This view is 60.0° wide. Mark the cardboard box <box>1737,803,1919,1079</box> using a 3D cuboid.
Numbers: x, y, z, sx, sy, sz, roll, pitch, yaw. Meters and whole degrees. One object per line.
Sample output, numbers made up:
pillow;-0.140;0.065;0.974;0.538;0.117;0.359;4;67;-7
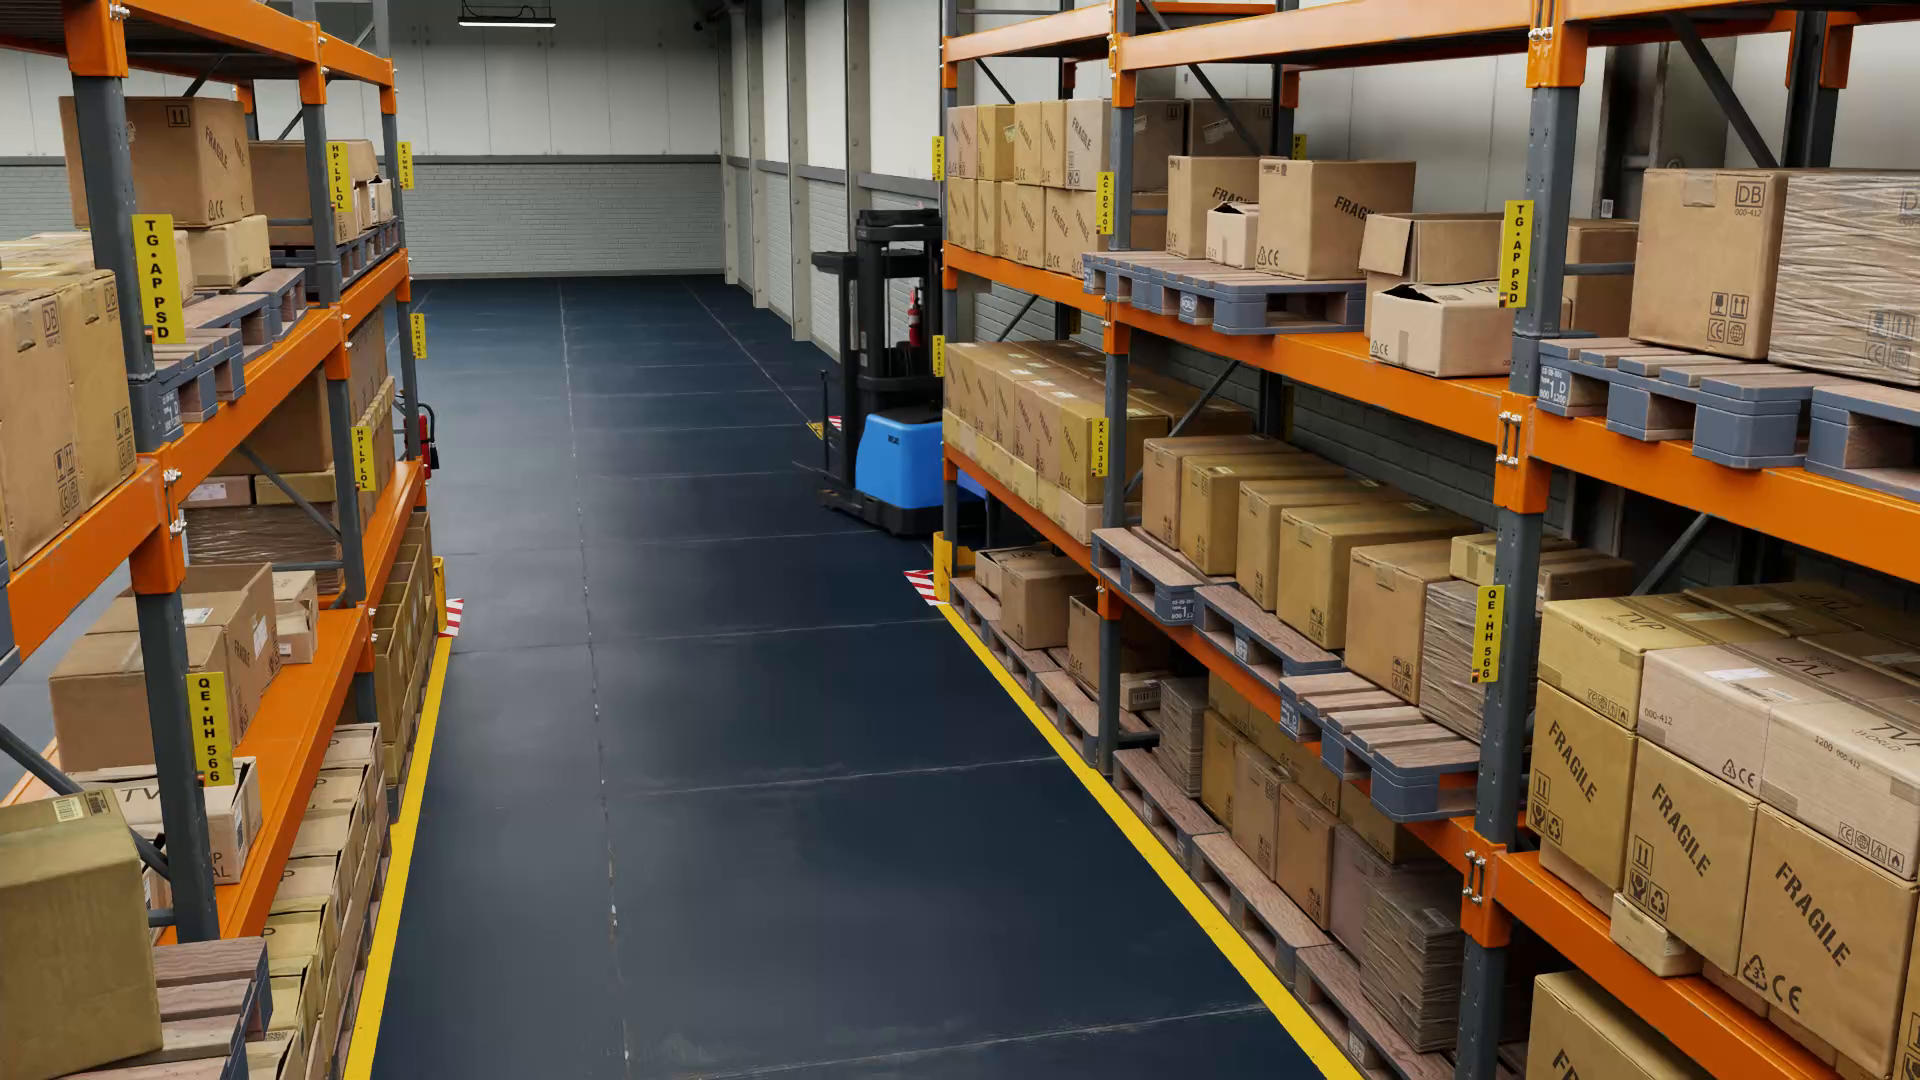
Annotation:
cardboard box;2.338;0.958;4.131;0.500;0.500;0.500;-3;14;-13

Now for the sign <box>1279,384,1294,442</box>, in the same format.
sign;1.843;-0.719;9.432;0.100;0.325;0.005;-3;14;-13

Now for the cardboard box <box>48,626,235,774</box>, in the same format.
cardboard box;-2.981;0.640;6.098;0.500;0.500;0.500;-4;14;-16

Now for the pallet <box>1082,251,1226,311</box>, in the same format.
pallet;1.345;-1.342;8.499;1.213;0.211;1.003;-3;14;-13

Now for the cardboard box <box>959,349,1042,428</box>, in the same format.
cardboard box;0.291;-1.107;12.155;0.500;0.500;0.500;-3;14;-13

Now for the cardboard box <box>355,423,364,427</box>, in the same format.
cardboard box;-3.692;-0.581;9.731;0.380;0.149;0.250;-4;14;-15

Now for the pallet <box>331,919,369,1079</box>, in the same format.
pallet;-3.009;1.957;6.796;1.003;0.211;1.213;-3;14;-13

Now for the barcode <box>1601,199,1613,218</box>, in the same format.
barcode;2.485;-1.272;6.385;0.001;0.075;0.075;-3;14;-13

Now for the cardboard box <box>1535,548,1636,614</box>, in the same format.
cardboard box;2.133;0.143;5.840;0.380;0.149;0.250;-5;15;-21

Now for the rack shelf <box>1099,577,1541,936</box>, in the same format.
rack shelf;1.774;0.686;7.636;1.077;0.370;4.000;-3;14;-13

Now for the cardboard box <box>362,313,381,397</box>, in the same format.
cardboard box;-4.211;-1.208;10.928;0.700;0.500;0.500;-4;14;-15

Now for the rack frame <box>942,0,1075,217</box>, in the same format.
rack frame;0.365;-3.962;12.505;1.000;3.000;0.127;-3;14;-13

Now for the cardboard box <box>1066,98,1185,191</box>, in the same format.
cardboard box;0.923;-2.226;9.362;0.500;0.500;0.500;-5;14;-18

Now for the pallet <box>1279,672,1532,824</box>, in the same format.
pallet;1.973;0.733;6.334;1.213;0.211;1.003;-3;14;-13

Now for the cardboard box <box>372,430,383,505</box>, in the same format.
cardboard box;-4.113;-0.475;10.662;0.700;0.500;0.500;-3;14;-13

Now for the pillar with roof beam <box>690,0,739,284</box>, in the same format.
pillar with roof beam;-9.860;-10.529;39.387;9.100;9.000;0.548;-3;14;-13

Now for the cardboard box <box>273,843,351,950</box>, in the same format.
cardboard box;-2.779;1.440;6.762;0.500;0.311;0.500;-3;14;-14

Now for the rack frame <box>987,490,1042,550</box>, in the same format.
rack frame;0.469;-0.530;14.260;0.500;1.500;0.032;-5;15;-20

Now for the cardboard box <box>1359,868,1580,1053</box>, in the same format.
cardboard box;2.024;1.636;6.575;0.700;0.500;0.500;-3;14;-12

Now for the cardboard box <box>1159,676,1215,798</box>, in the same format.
cardboard box;1.493;1.045;8.993;0.700;0.500;0.500;-3;14;-11

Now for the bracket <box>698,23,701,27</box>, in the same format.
bracket;-6.536;-13.004;41.933;0.076;0.066;3.189;-3;14;-13

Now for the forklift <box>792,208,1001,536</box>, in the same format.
forklift;-0.768;-1.766;16.302;1.130;2.935;3.031;-7;16;-28

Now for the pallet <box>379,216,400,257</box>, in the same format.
pallet;-4.309;-2.020;11.064;1.003;0.211;1.213;-3;14;-13

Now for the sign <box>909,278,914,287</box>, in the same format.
sign;-0.620;-3.297;21.233;0.001;0.109;0.331;-3;14;-13

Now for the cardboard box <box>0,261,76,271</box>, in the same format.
cardboard box;-2.732;-0.615;4.556;0.500;0.250;0.500;-4;14;-17

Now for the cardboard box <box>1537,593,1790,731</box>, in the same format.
cardboard box;2.106;0.357;5.009;0.500;0.250;0.500;-3;14;-12

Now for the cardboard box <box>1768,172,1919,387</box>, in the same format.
cardboard box;2.589;-0.693;4.309;0.700;0.500;0.500;-4;14;-16

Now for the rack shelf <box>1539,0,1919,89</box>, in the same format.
rack shelf;2.713;-1.111;3.195;1.077;0.370;4.000;-3;14;-13

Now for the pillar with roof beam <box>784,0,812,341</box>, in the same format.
pillar with roof beam;-7.042;-7.761;28.056;9.100;9.000;0.400;-3;14;-13

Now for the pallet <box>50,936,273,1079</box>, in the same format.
pallet;-2.343;1.321;3.928;1.213;0.211;1.003;-3;14;-13

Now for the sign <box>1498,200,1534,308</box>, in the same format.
sign;1.716;-0.880;5.123;0.100;0.325;0.005;-3;14;-13

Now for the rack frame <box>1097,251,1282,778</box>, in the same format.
rack frame;1.304;-0.125;9.440;1.000;3.000;0.127;-3;14;-13

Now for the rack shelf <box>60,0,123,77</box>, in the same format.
rack shelf;-2.101;-0.834;2.061;1.077;0.370;4.000;-3;14;-13

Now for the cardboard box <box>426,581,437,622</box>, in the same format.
cardboard box;-4.037;0.469;11.920;0.500;0.250;0.500;-3;14;-13

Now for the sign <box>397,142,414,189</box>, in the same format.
sign;-3.919;-2.646;11.742;0.100;0.325;0.005;-3;14;-13

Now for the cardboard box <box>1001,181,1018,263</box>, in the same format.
cardboard box;0.564;-2.104;10.968;0.500;0.500;0.500;-2;14;-10

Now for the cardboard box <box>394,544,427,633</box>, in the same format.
cardboard box;-3.785;0.334;10.891;0.500;0.500;0.500;-3;14;-13

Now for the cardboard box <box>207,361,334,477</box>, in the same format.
cardboard box;-3.621;-0.628;8.558;0.700;0.500;0.500;-3;14;-13

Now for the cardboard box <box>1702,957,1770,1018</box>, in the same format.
cardboard box;2.305;1.175;4.607;0.380;0.149;0.250;-3;14;-14

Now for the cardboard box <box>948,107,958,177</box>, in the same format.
cardboard box;0.219;-2.946;12.309;0.500;0.500;0.500;-4;14;-17

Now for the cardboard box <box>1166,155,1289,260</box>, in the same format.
cardboard box;1.355;-1.704;8.487;0.500;0.500;0.500;-1;14;-5

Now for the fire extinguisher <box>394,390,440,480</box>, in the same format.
fire extinguisher;-4.026;-0.786;12.310;0.296;0.674;0.183;-3;14;-13

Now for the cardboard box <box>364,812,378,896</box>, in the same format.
cardboard box;-3.014;1.480;7.779;0.500;0.250;0.500;-4;14;-14

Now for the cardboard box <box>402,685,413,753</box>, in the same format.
cardboard box;-3.437;1.045;9.563;0.500;0.250;0.500;-3;14;-13

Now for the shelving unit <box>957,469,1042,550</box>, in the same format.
shelving unit;0.294;-0.644;14.724;0.538;1.500;1.048;-5;15;-20

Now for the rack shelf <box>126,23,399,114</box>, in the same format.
rack shelf;-3.980;-2.680;9.615;1.077;0.370;4.000;-3;14;-13

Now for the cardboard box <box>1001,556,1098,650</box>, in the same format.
cardboard box;0.697;0.421;11.545;0.700;0.500;0.500;-4;14;-17

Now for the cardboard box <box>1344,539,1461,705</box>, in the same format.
cardboard box;1.966;0.301;6.562;0.700;0.500;0.500;-5;14;-18

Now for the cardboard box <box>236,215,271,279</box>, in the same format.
cardboard box;-3.375;-1.293;7.334;0.500;0.250;0.500;-2;14;-7

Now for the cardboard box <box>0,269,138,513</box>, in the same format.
cardboard box;-2.436;-0.332;3.757;0.910;0.500;0.500;-3;14;-13

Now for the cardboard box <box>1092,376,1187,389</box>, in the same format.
cardboard box;1.167;-0.781;10.819;0.500;0.500;0.500;-3;14;-12

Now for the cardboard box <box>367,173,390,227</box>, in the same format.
cardboard box;-3.792;-2.077;10.119;0.500;0.311;0.500;-2;14;-7

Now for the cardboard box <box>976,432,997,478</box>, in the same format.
cardboard box;0.420;-0.617;11.729;0.500;0.250;0.500;-4;14;-14

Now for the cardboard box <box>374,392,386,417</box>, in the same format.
cardboard box;-3.995;-0.879;10.950;0.380;0.149;0.250;-3;14;-12

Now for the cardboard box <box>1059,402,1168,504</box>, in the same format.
cardboard box;0.892;-0.518;9.742;0.500;0.500;0.500;-3;14;-13
